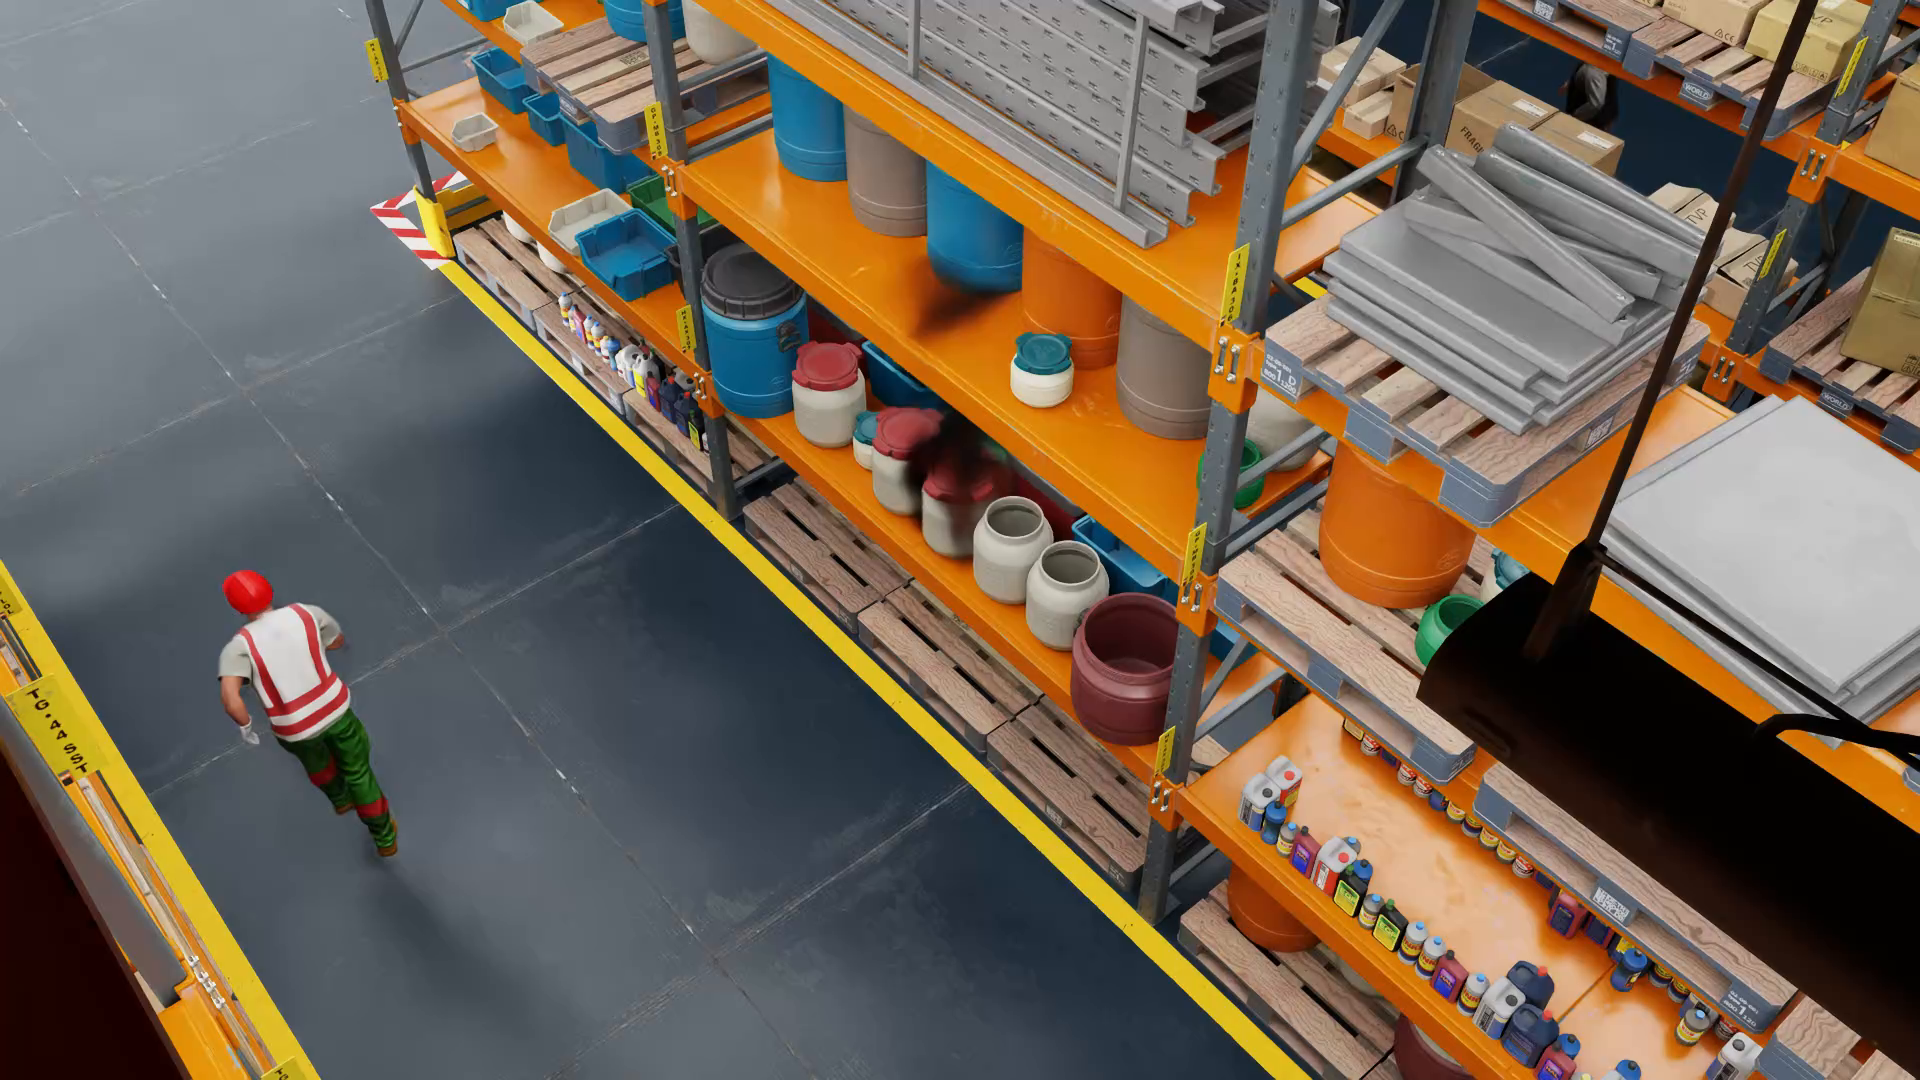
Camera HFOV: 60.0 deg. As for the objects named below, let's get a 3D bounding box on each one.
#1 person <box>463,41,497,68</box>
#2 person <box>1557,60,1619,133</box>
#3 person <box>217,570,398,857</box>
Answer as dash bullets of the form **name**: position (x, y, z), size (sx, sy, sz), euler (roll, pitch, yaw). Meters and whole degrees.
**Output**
- **person**: position (-3.723, -4.071, 13.730), size (0.862, 1.518, 0.730), euler (-15, 48, -14)
- **person**: position (4.936, -3.245, 12.928), size (0.756, 1.673, 0.654), euler (31, 54, 26)
- **person**: position (-3.346, 0.941, 8.570), size (0.696, 1.823, 0.909), euler (-34, 55, -28)
